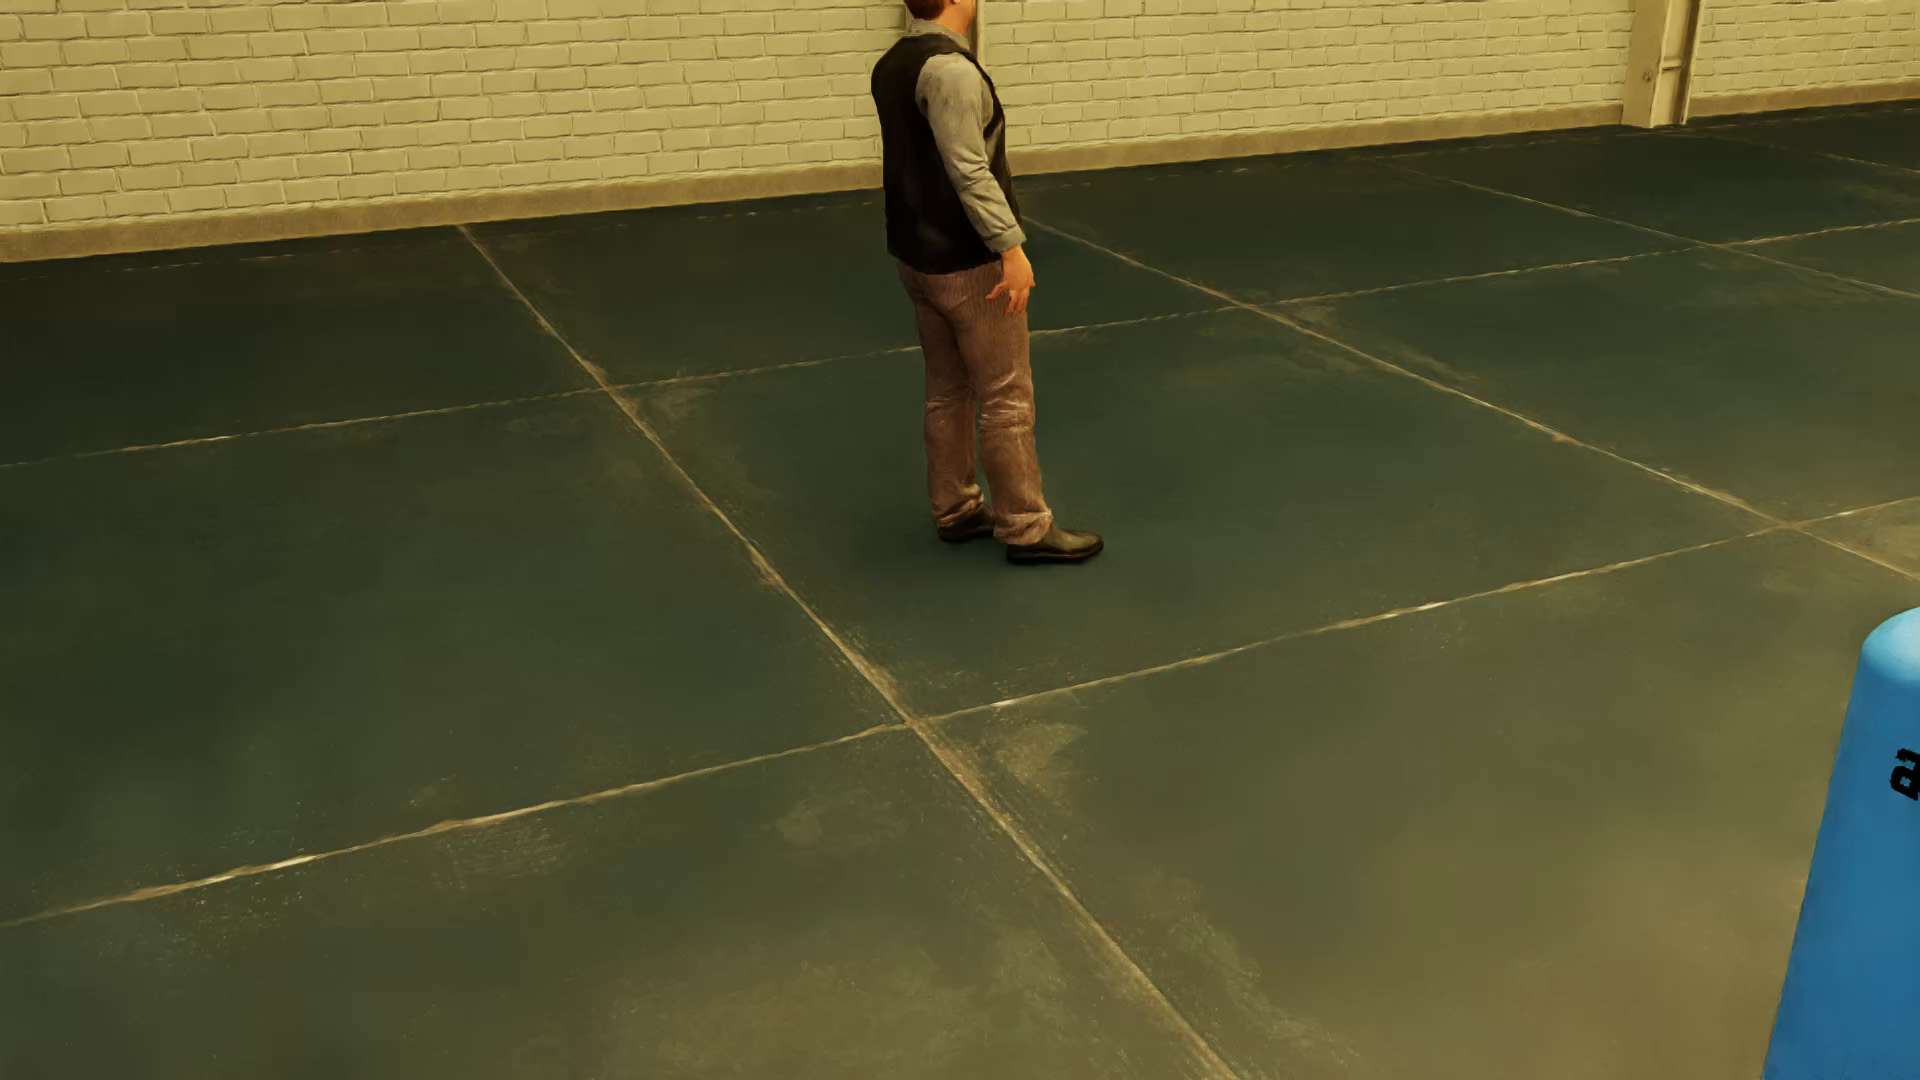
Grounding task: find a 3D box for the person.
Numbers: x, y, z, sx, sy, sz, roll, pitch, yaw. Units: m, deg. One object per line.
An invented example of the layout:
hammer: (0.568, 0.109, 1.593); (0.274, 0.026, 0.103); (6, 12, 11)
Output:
person: (0.060, -0.809, 4.791); (0.567, 1.720, 0.632); (-10, 25, -23)
